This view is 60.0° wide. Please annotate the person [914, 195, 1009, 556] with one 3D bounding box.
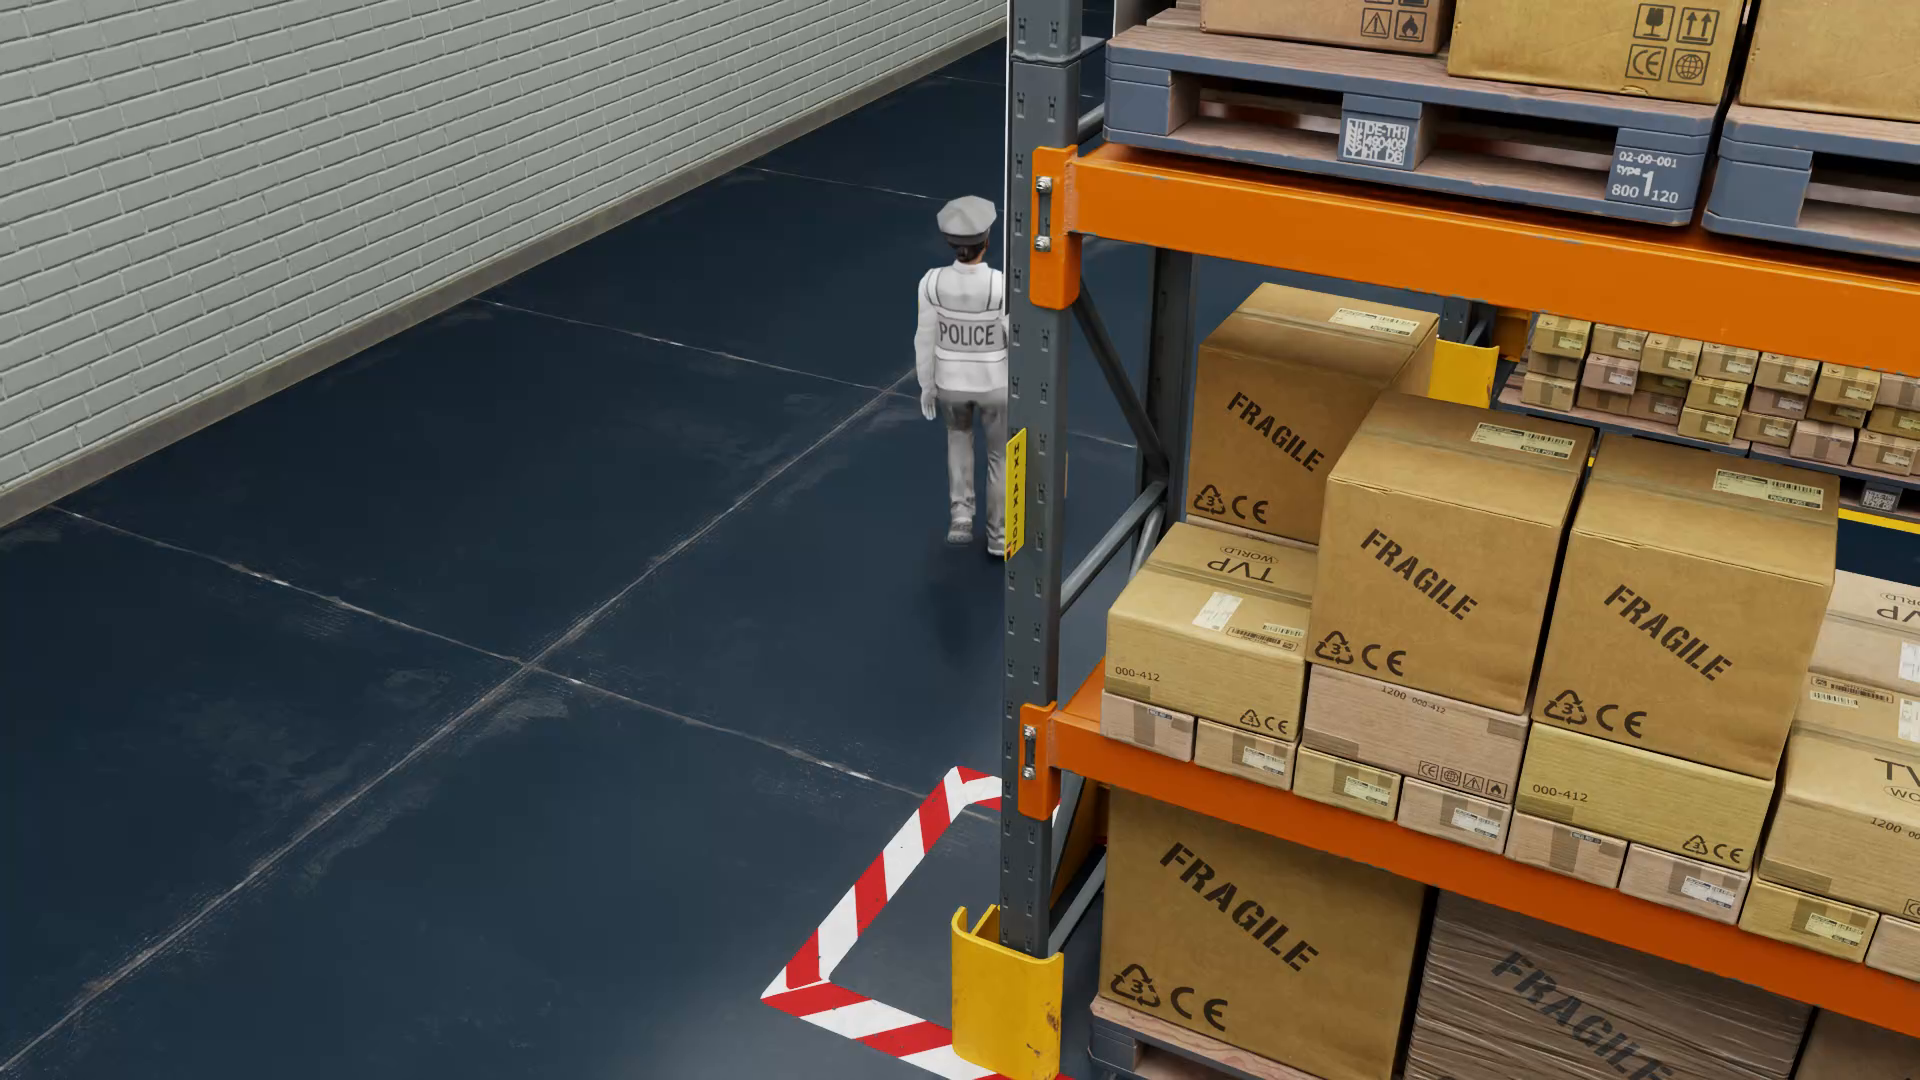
[{"bbox_3d":[0.080,-0.691,7.268,0.516,1.685,0.481,7,31,11],"label":"person"}]
